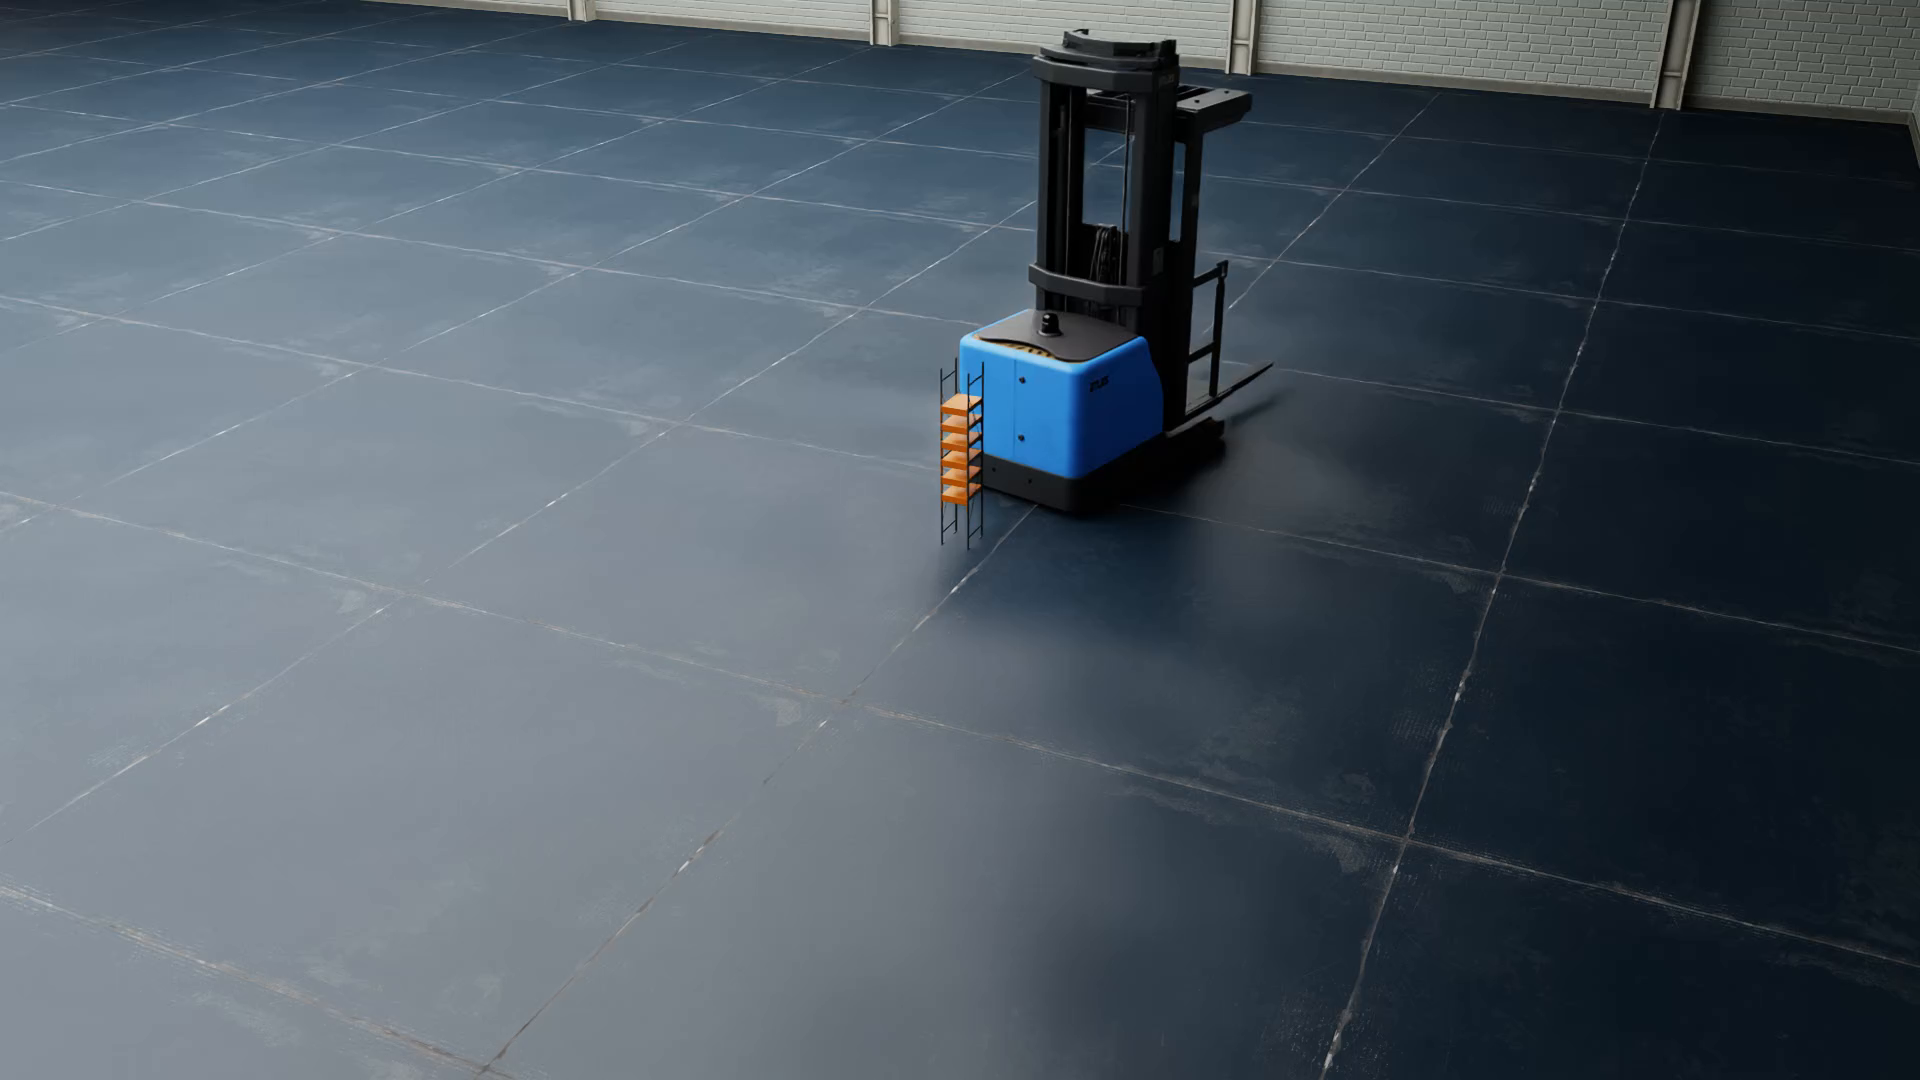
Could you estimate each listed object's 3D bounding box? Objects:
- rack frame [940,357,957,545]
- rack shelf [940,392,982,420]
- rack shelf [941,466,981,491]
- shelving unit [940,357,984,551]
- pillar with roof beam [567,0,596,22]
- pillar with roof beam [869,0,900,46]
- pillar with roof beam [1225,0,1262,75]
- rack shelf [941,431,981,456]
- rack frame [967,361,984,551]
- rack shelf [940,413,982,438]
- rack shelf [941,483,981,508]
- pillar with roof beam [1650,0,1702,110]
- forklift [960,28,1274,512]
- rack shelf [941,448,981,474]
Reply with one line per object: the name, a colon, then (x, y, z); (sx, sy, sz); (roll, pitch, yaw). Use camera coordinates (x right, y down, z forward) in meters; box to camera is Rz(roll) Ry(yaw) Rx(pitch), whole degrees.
rack frame: (-0.070, -0.552, 10.514); (0.006, 1.200, 0.240); (11, 28, 22)
rack shelf: (0.013, -0.819, 10.340); (0.180, 0.103, 0.258); (11, 28, 22)
rack shelf: (0.013, -0.388, 10.552); (0.180, 0.103, 0.258); (11, 28, 22)
shelving unit: (0.013, -0.536, 10.480); (0.189, 1.200, 0.258); (11, 28, 22)
pillar with roof beam: (-8.476, -11.544, 24.010); (0.400, 9.000, 9.100); (11, 28, 22)
pillar with roof beam: (-3.015, -10.447, 21.781); (0.400, 9.000, 9.100); (11, 28, 22)
pillar with roof beam: (2.447, -9.350, 19.553); (0.400, 9.000, 9.100); (11, 28, 22)
rack shelf: (0.013, -0.603, 10.446); (0.180, 0.103, 0.258); (11, 28, 22)
rack frame: (0.096, -0.519, 10.446); (0.006, 1.200, 0.240); (11, 28, 22)
rack shelf: (0.013, -0.711, 10.393); (0.180, 0.103, 0.258); (11, 28, 22)
rack shelf: (0.013, -0.280, 10.605); (0.180, 0.103, 0.258); (11, 28, 22)
pillar with roof beam: (7.909, -8.253, 17.325); (0.400, 9.000, 9.100); (11, 28, 22)
forklift: (1.284, -2.084, 11.665); (1.130, 2.935, 3.031); (19, 32, 33)
rack shelf: (0.013, -0.496, 10.499); (0.180, 0.103, 0.258); (11, 28, 22)
